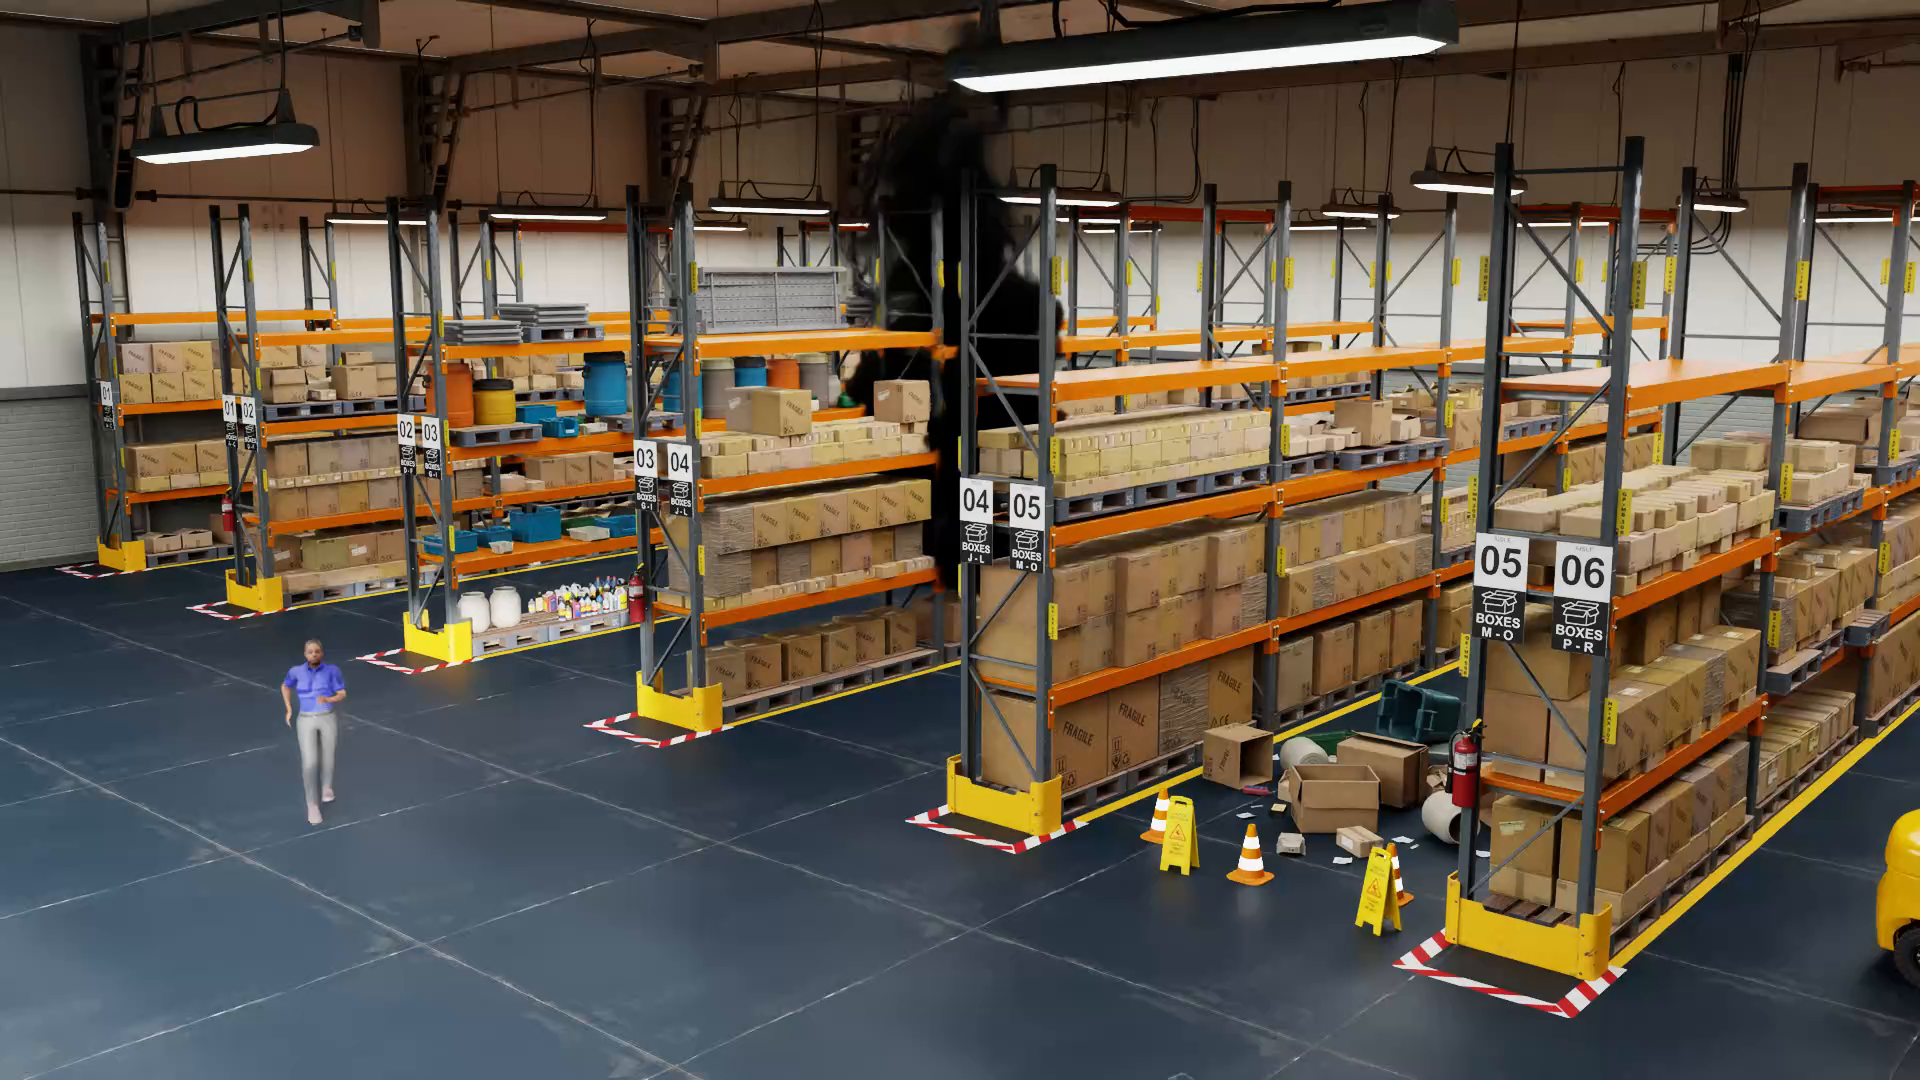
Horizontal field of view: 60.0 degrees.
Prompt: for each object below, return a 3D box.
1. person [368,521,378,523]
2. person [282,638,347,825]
[{"bbox_3d":[-10.152,-0.399,28.715,0.585,1.700,0.708,7,12,35],"label":"person"},{"bbox_3d":[-6.059,1.769,15.676,0.547,1.718,0.761,-5,10,-25],"label":"person"}]
